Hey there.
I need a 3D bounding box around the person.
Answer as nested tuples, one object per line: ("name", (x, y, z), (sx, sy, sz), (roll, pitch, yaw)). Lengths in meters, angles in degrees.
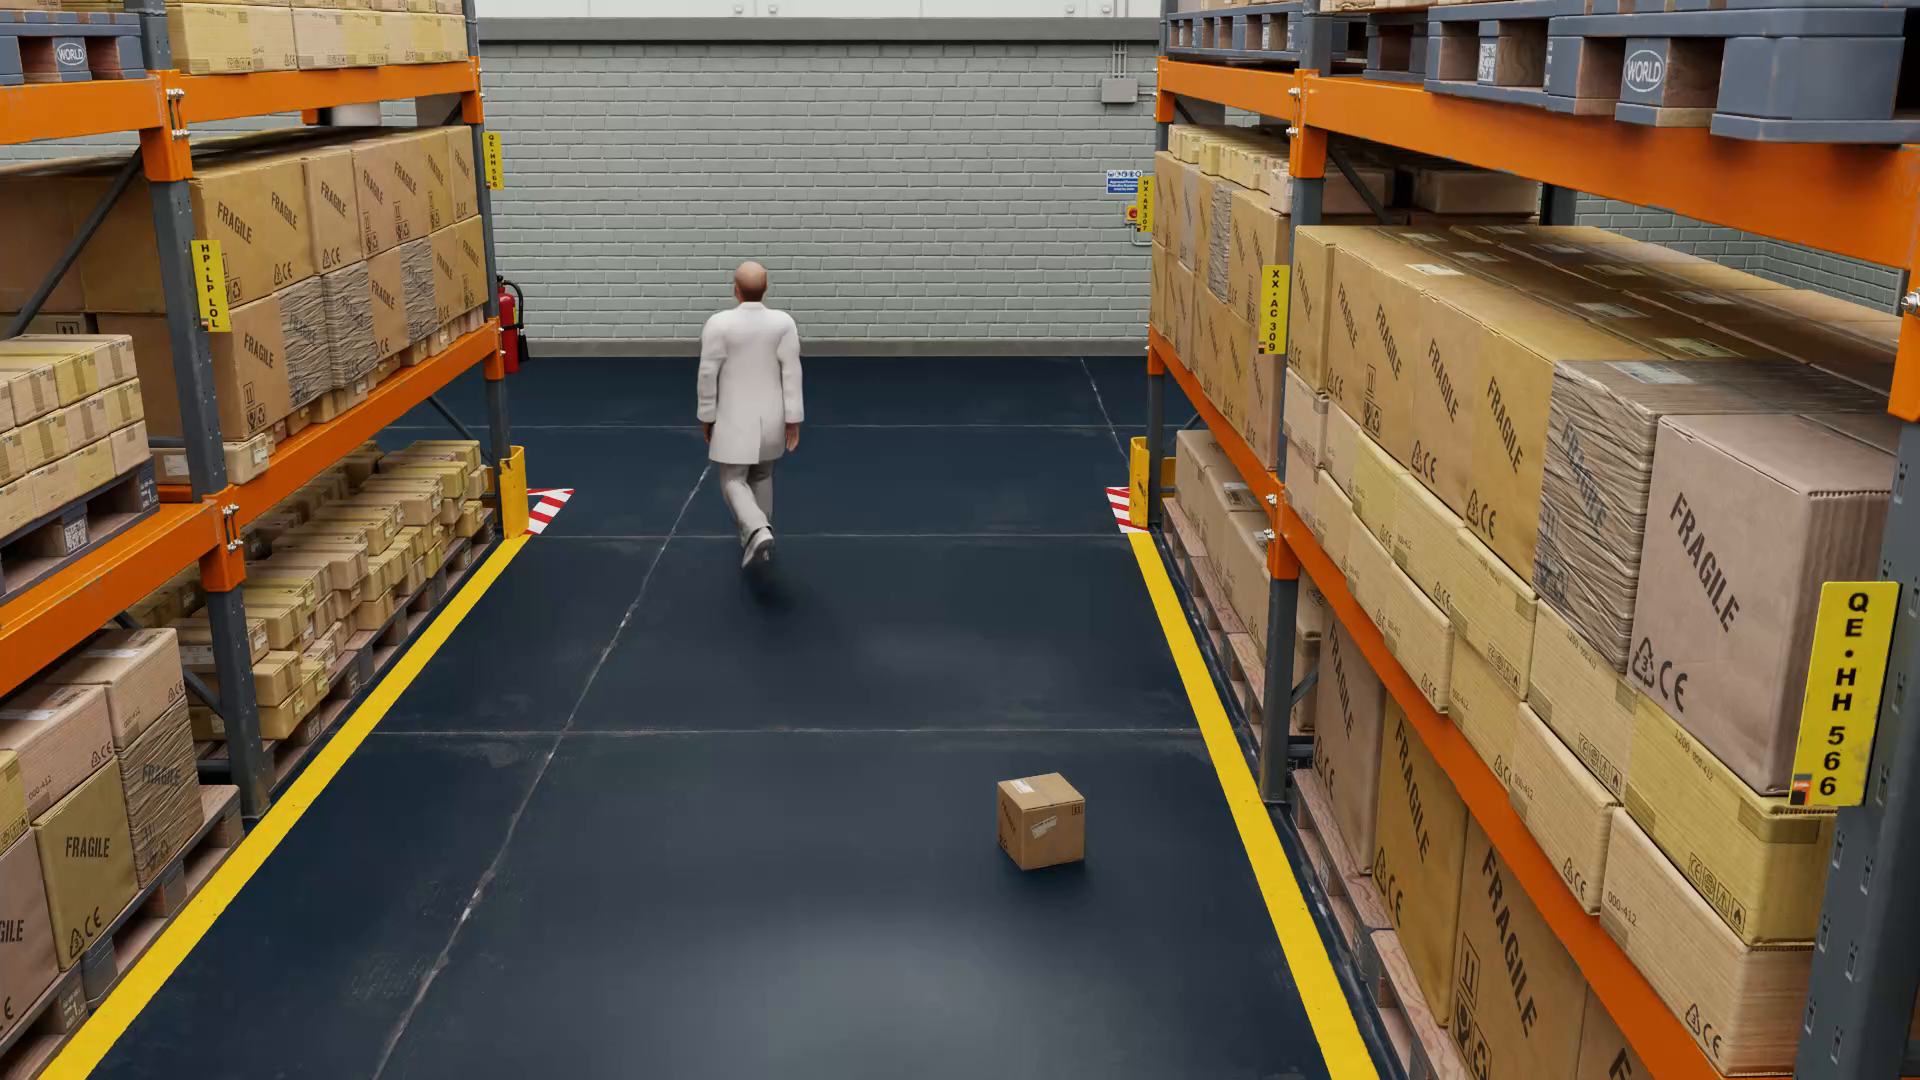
("person", (-1.164, -0.677, 9.275), (0.582, 1.743, 0.906), (-7, 18, -22))
